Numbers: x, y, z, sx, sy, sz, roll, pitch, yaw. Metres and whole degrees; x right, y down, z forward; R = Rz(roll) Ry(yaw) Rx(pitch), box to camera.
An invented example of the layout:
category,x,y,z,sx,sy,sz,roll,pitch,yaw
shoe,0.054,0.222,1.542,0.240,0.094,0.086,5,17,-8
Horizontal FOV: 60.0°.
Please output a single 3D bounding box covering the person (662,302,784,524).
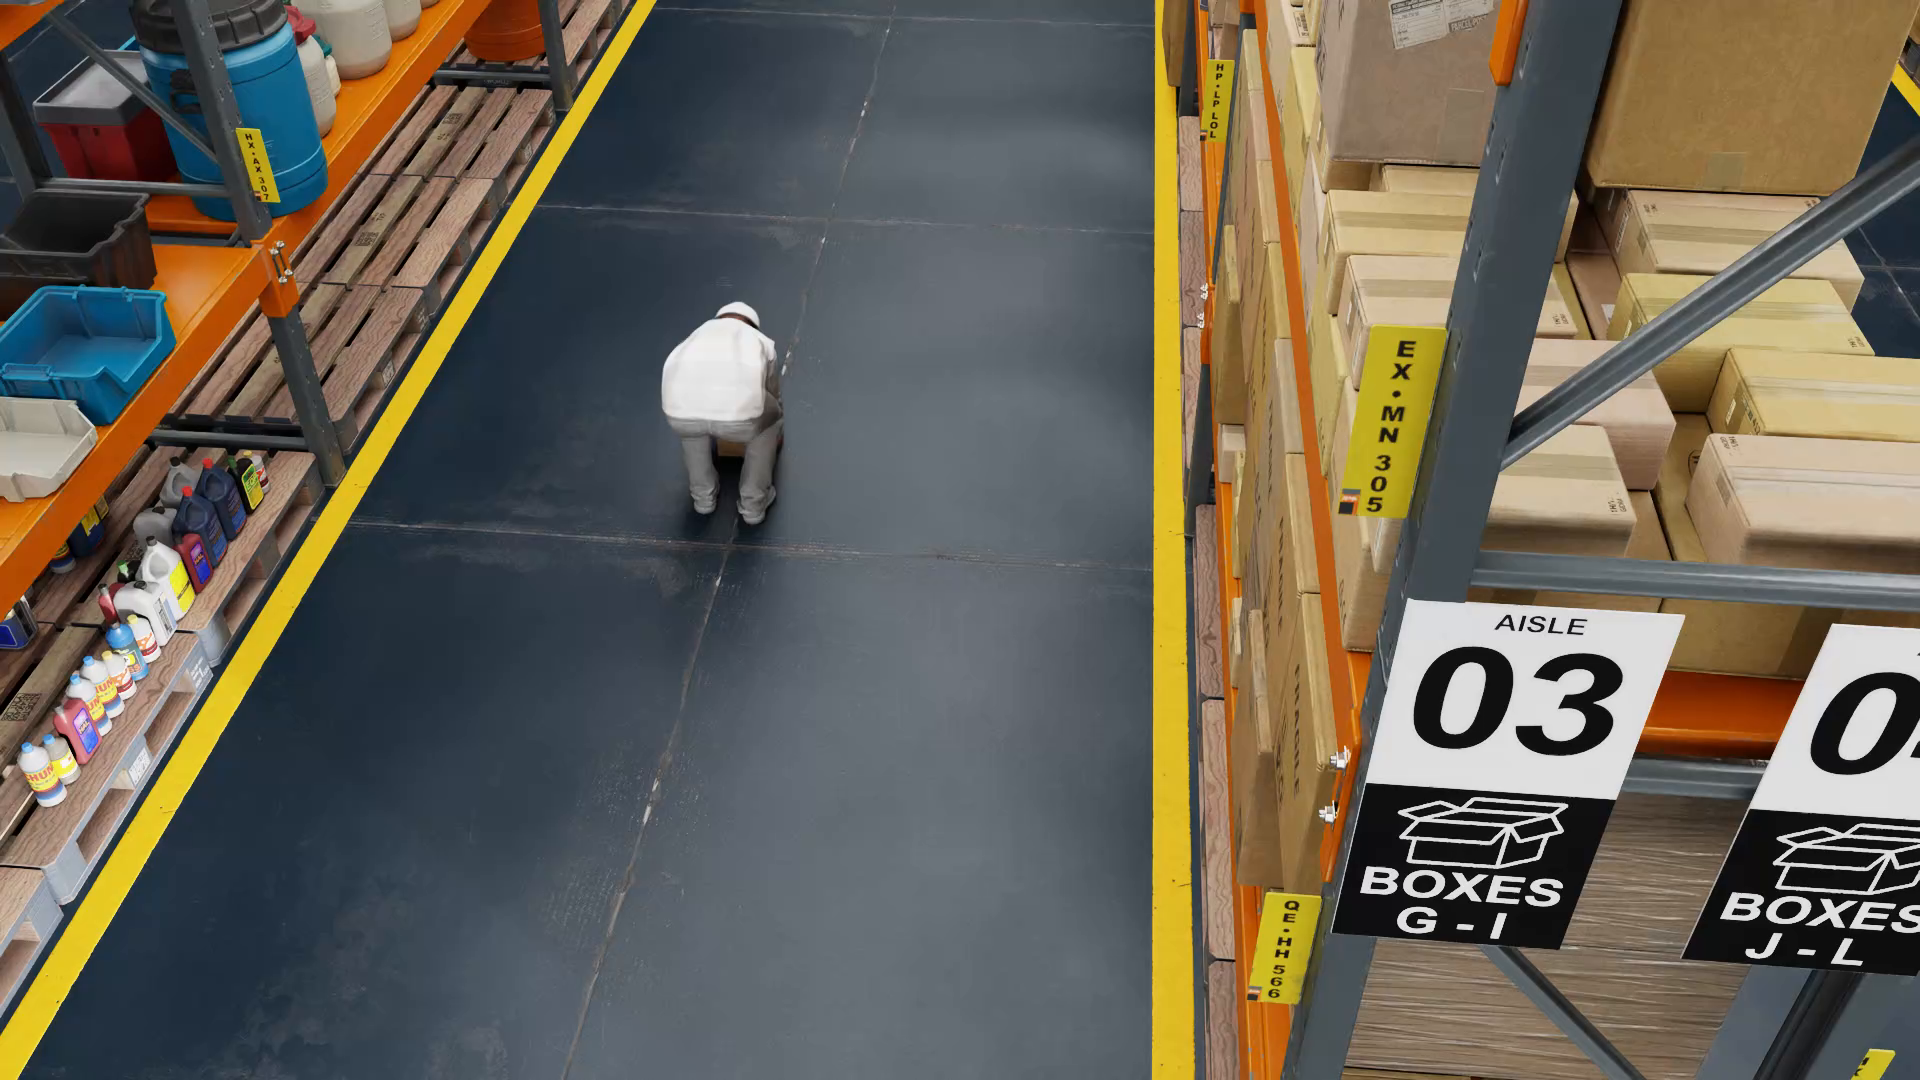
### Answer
category,x,y,z,sx,sy,sz,roll,pitch,yaw
person,-1.056,-0.629,7.572,0.505,0.915,0.999,2,40,2
